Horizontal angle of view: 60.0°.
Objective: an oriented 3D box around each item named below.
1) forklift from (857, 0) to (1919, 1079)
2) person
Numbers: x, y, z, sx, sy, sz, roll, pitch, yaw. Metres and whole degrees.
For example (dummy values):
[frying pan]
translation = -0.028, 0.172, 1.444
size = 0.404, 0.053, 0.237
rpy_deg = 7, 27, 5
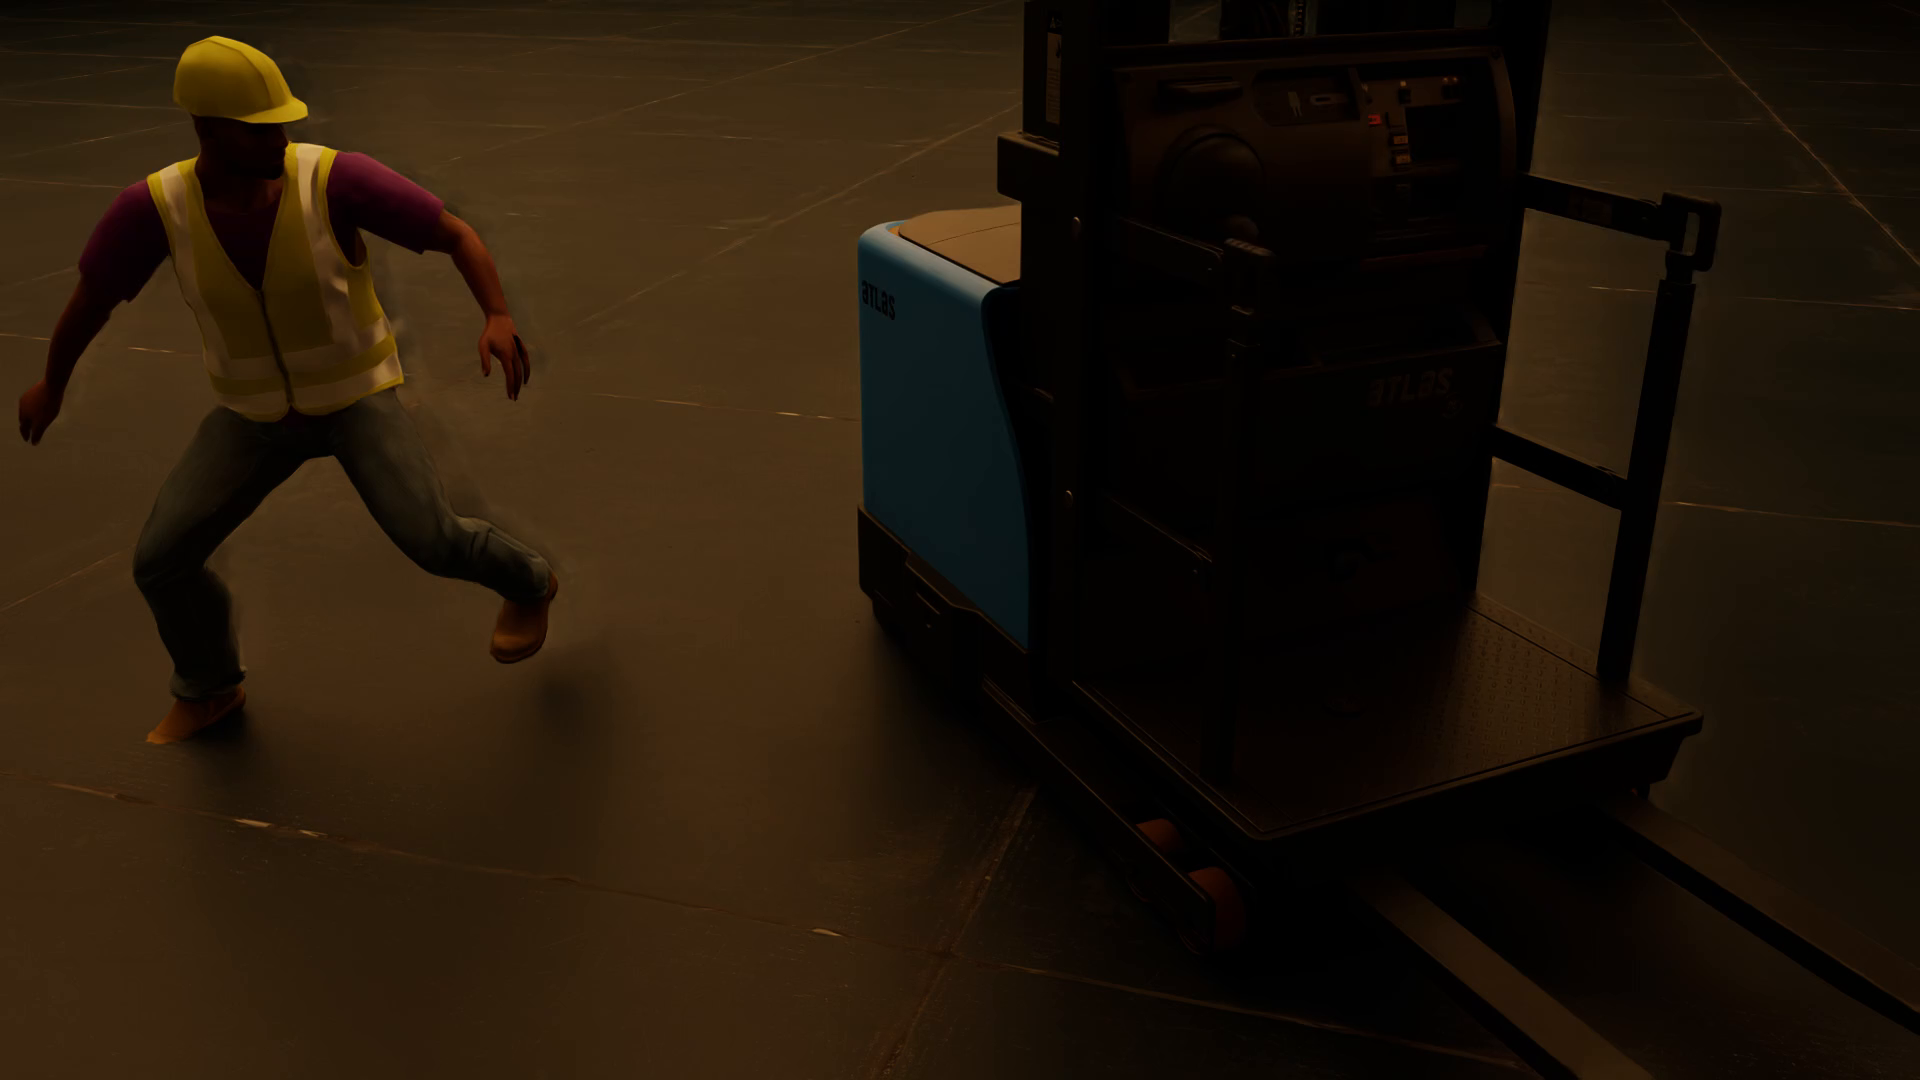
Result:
[forklift]
translation = 0.807, -0.749, 3.093
size = 1.130, 2.935, 3.031
rpy_deg = -10, 25, -23
[person]
translation = -1.596, -0.314, 3.852
size = 1.214, 1.653, 0.517
rpy_deg = -2, 23, -5
